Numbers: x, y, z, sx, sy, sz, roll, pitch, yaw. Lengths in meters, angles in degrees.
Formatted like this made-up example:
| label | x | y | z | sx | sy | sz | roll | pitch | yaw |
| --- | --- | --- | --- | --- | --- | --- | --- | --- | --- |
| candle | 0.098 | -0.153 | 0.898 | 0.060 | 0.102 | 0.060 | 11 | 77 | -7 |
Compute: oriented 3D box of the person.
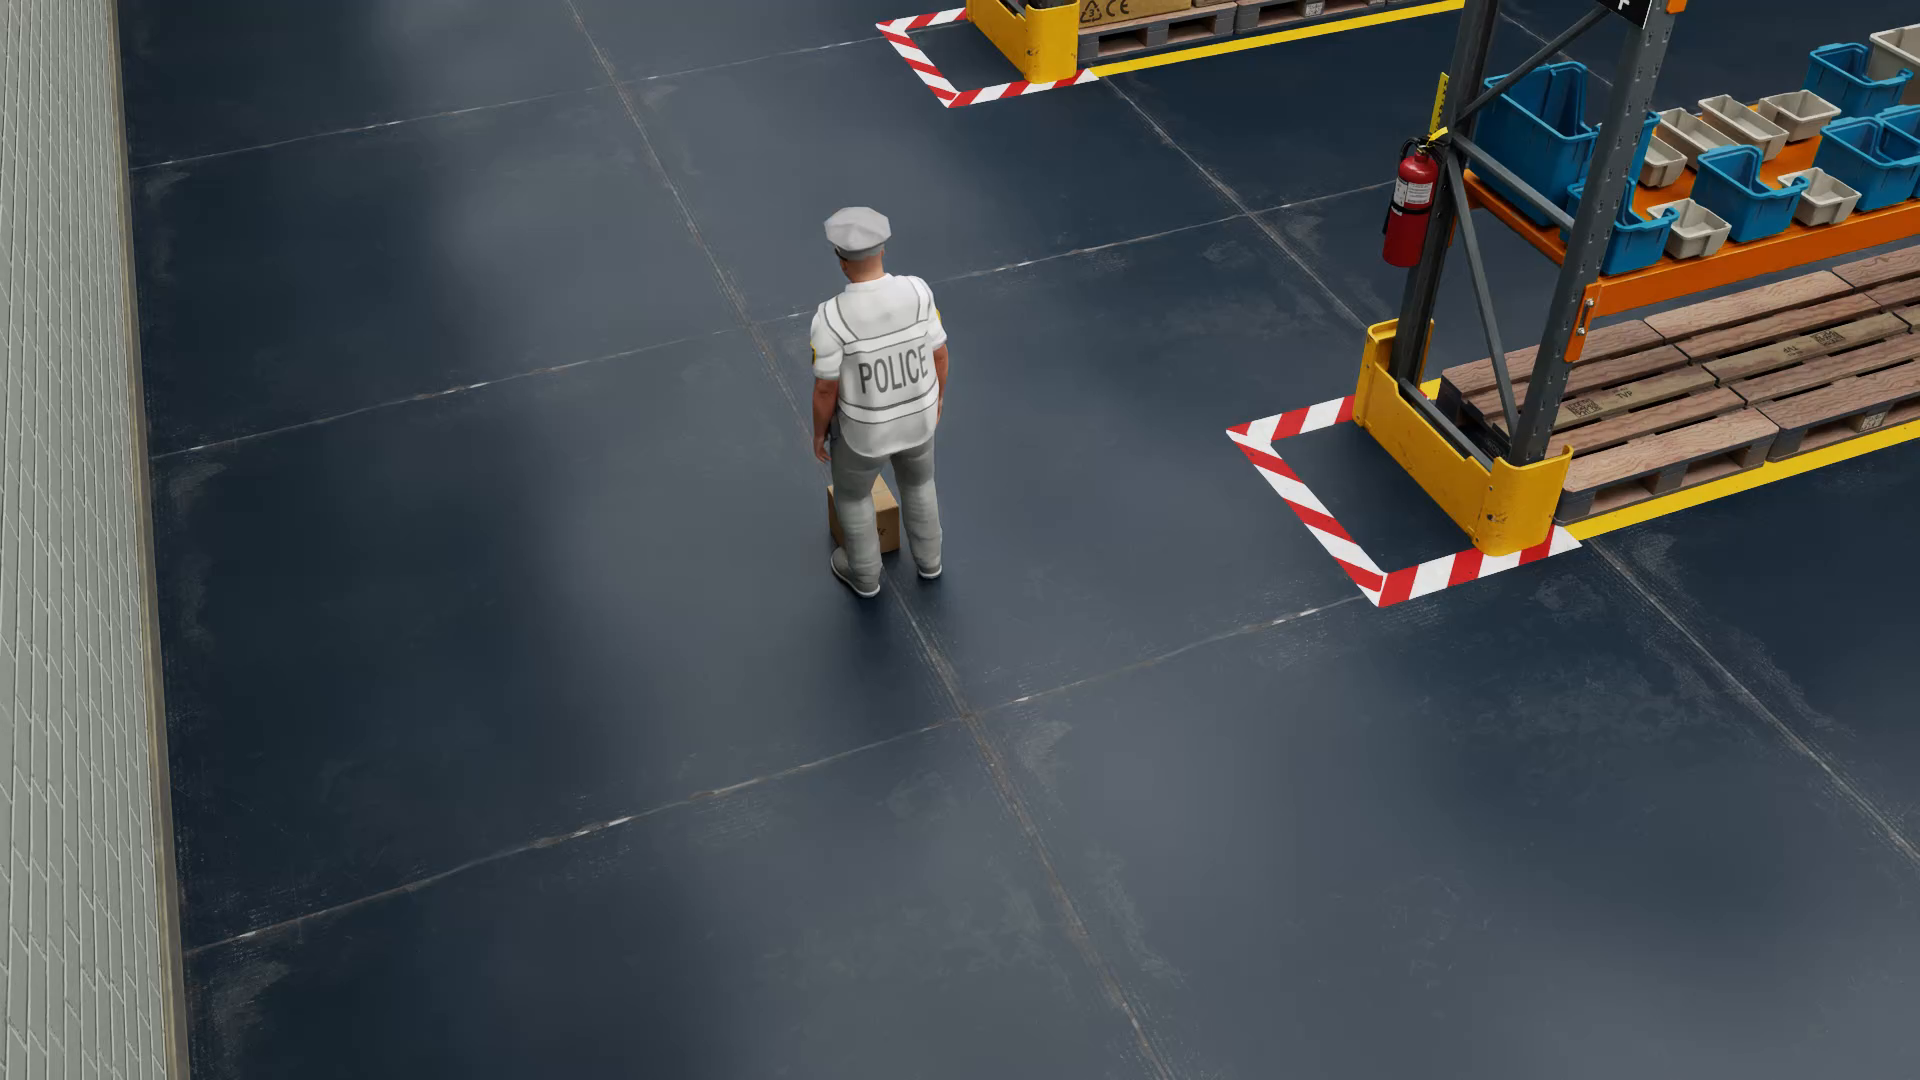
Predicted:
| label | x | y | z | sx | sy | sz | roll | pitch | yaw |
| --- | --- | --- | --- | --- | --- | --- | --- | --- | --- |
| person | -0.318 | -0.495 | 6.714 | 0.595 | 1.746 | 0.445 | -18 | 44 | -19 |
